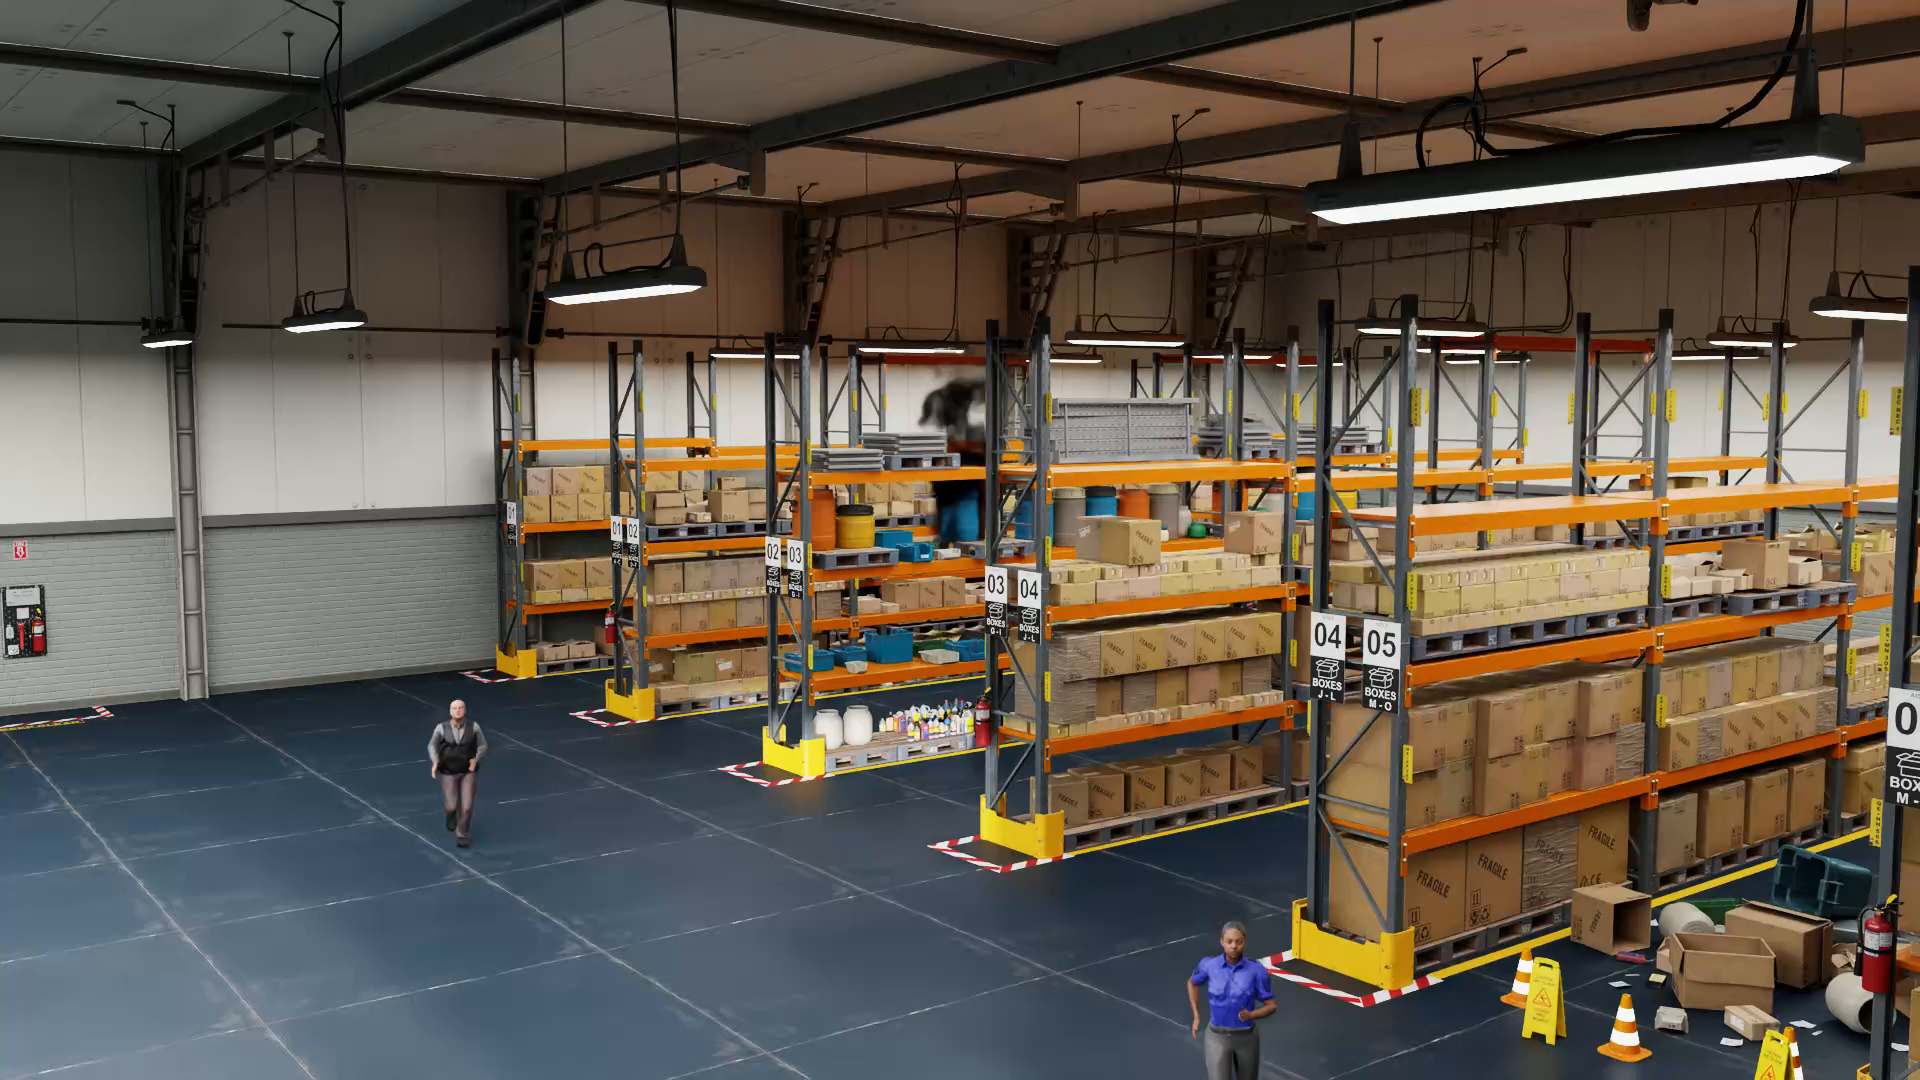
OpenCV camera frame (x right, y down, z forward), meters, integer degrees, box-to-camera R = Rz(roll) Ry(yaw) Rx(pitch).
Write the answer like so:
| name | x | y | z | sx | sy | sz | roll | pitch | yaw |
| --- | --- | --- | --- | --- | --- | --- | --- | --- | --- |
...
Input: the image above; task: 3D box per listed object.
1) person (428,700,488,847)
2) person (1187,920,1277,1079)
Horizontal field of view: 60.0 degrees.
| name | x | y | z | sx | sy | sz | roll | pitch | yaw |
| --- | --- | --- | --- | --- | --- | --- | --- | --- | --- |
| person | -5.743 | 2.665 | 19.051 | 0.662 | 1.676 | 0.581 | -2 | 5 | -17 |
| person | 1.809 | 3.350 | 11.078 | 0.577 | 1.642 | 0.923 | 0 | 5 | 6 |
